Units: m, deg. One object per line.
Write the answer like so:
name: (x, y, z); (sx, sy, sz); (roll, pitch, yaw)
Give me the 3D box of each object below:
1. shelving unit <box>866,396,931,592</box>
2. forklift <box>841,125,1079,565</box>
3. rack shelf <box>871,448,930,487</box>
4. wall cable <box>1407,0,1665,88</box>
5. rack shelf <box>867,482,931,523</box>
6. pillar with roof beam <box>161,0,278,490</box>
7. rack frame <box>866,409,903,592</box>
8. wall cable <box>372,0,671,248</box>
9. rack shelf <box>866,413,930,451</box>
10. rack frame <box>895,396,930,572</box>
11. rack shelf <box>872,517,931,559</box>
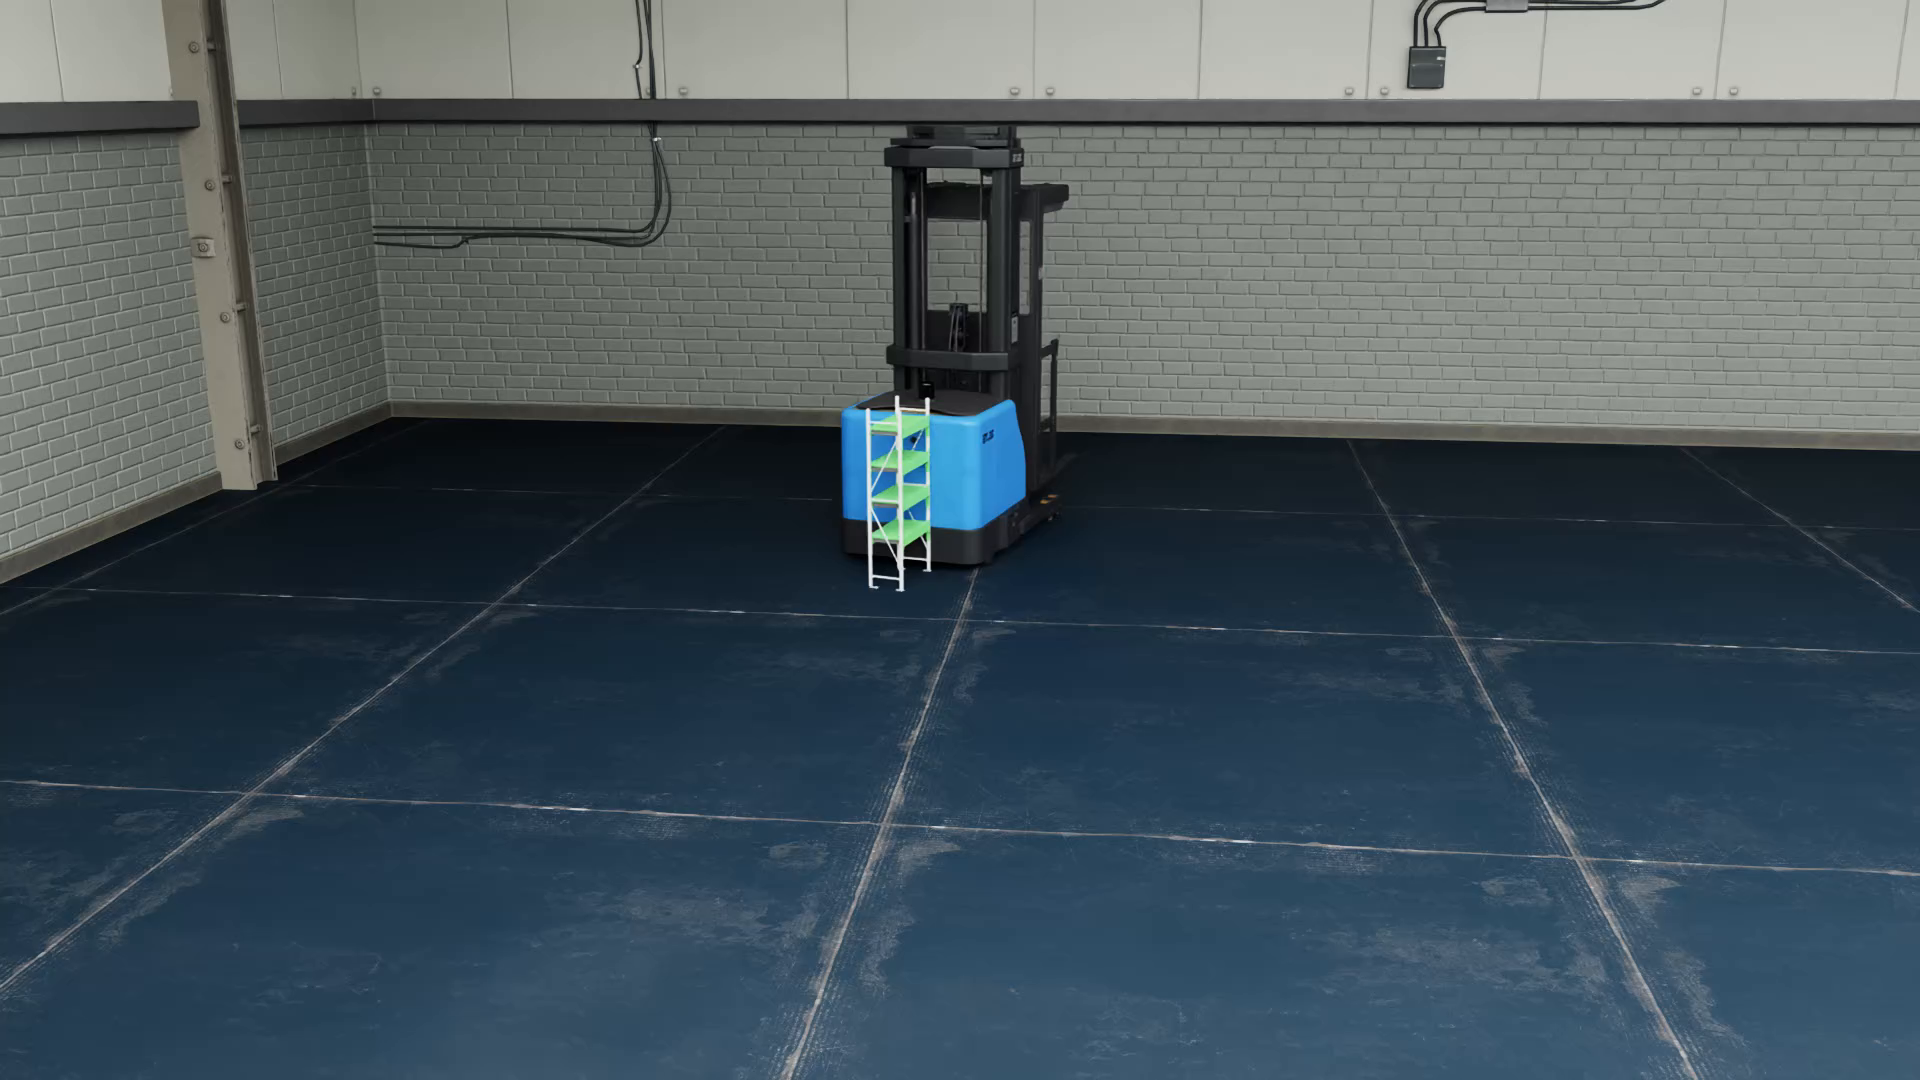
shelving unit: (-0.402, -0.312, 11.016); (0.258, 1.200, 0.503); (6, 16, 20)
forklift: (0.156, -1.587, 12.417); (1.130, 2.935, 3.031); (6, 16, 20)
rack shelf: (-0.402, -0.482, 10.969); (0.258, 0.148, 0.480); (6, 16, 20)
wall cable: (5.136, -6.895, 13.906); (2.305, 6.003, 0.169); (2, 15, 6)
rack shelf: (-0.402, -0.250, 11.032); (0.258, 0.148, 0.480); (6, 16, 20)
pillar with roof beam: (-1.664, -4.685, 12.249); (9.100, 9.000, 0.400); (2, 15, 6)
rack frame: (-0.487, -0.252, 10.795); (0.240, 1.200, 0.015); (6, 16, 20)
wall cable: (-4.295, -4.038, 15.804); (3.097, 2.526, 0.112); (2, 15, 6)
rack shelf: (-0.402, -0.713, 10.906); (0.258, 0.148, 0.480); (6, 16, 20)
rack frame: (-0.318, -0.372, 11.236); (0.240, 1.200, 0.015); (6, 16, 20)
rack shelf: (-0.402, -0.019, 11.095); (0.258, 0.148, 0.480); (6, 16, 20)
